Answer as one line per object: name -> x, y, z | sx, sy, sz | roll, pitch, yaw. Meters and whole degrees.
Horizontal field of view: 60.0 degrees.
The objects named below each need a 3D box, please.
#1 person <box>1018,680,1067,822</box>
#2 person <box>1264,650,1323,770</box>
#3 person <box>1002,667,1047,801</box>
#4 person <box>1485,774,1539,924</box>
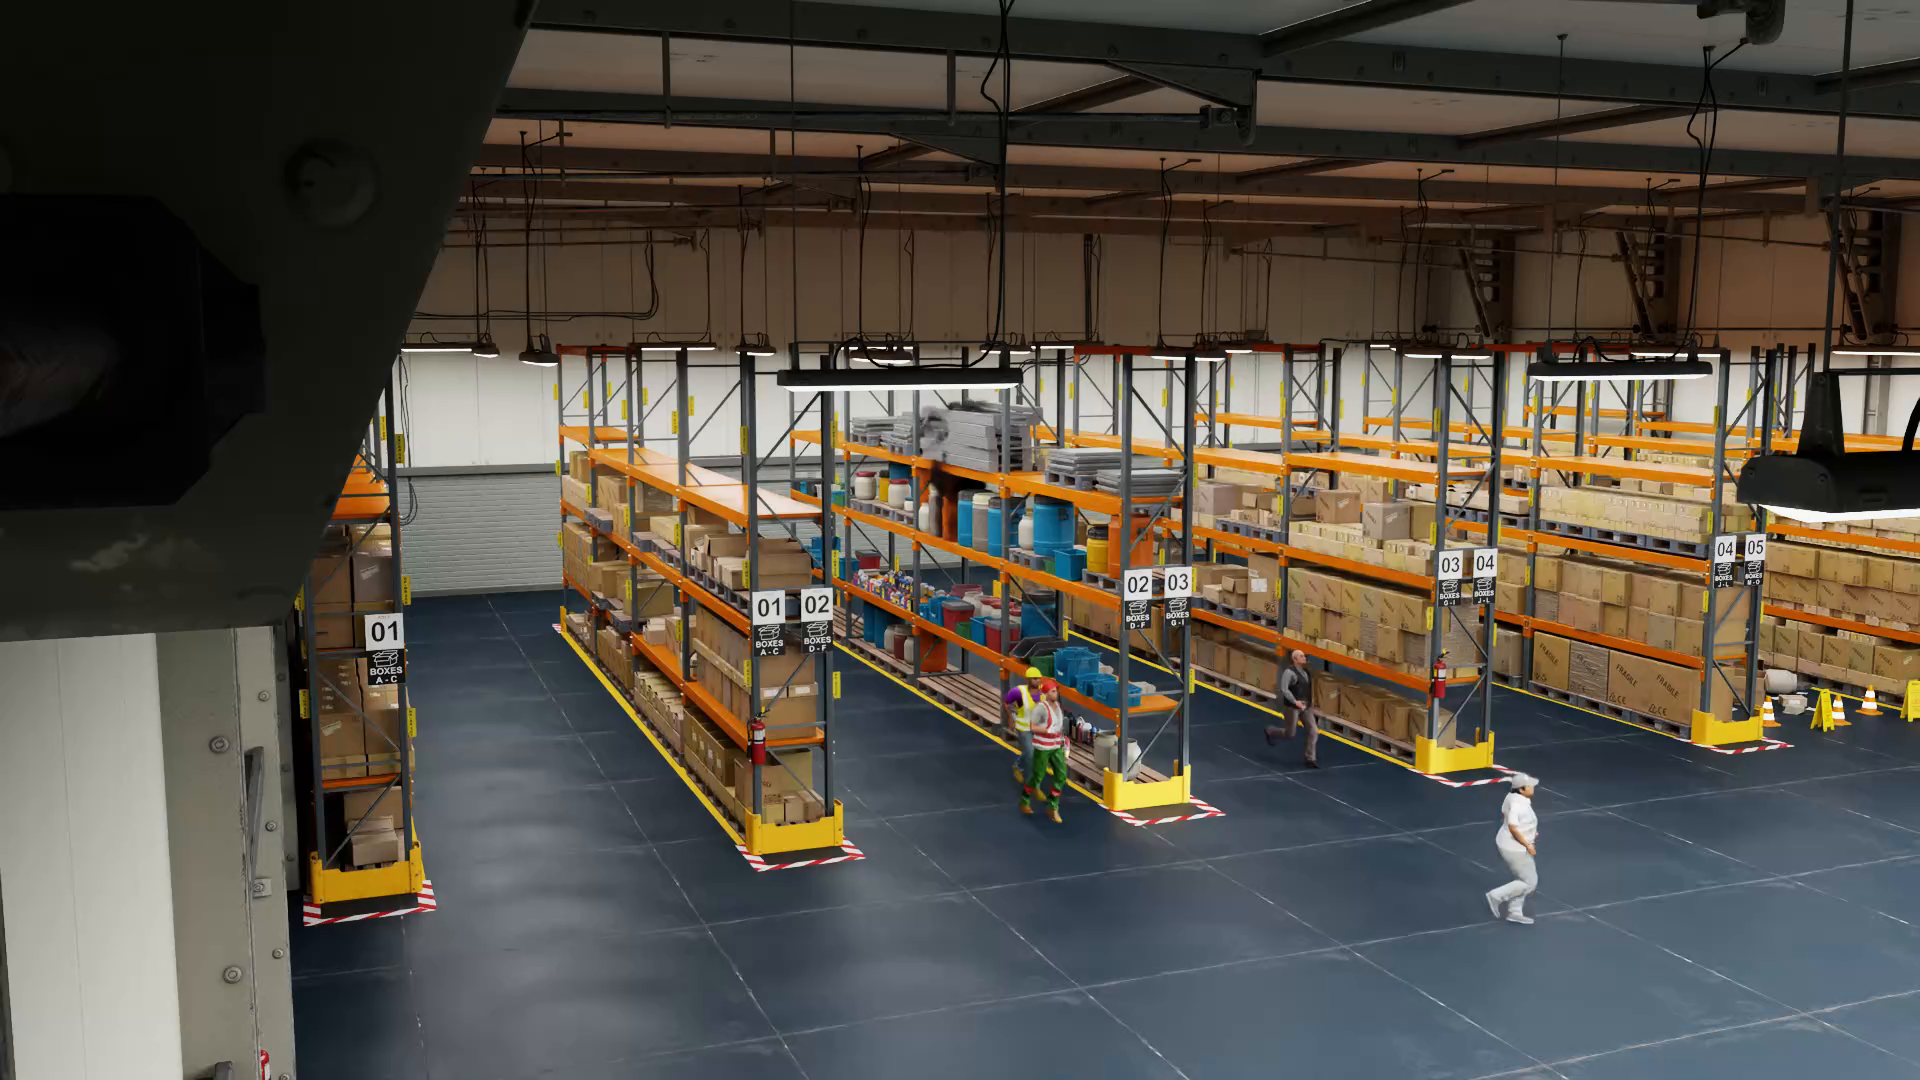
person -> 1.113, 2.732, 21.539 | 0.726, 1.864, 0.657 | 7, 10, 44
person -> 4.890, 2.445, 24.245 | 0.643, 1.710, 0.996 | -5, 9, -36
person -> 0.941, 2.580, 22.678 | 0.661, 1.763, 0.986 | -4, 8, -30
person -> 5.920, 3.292, 17.752 | 0.561, 1.640, 0.602 | 1, 7, 5
